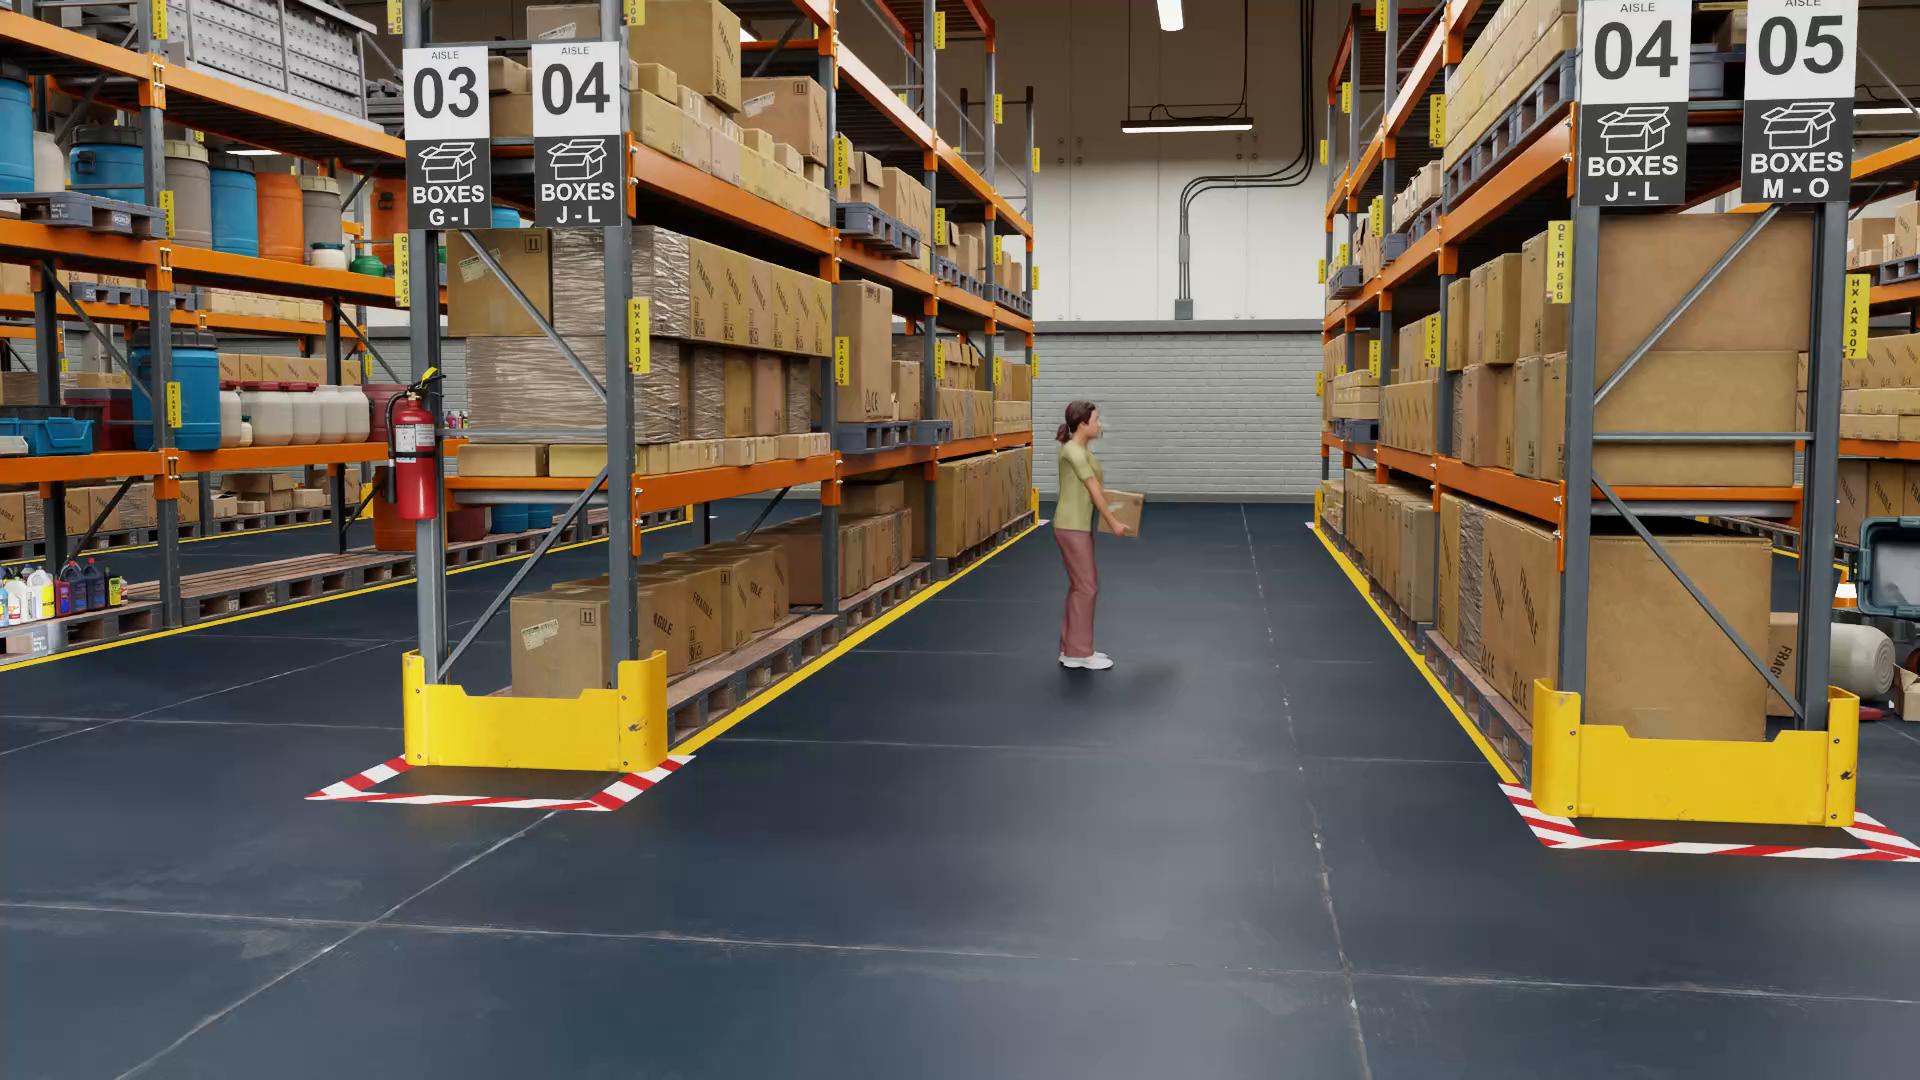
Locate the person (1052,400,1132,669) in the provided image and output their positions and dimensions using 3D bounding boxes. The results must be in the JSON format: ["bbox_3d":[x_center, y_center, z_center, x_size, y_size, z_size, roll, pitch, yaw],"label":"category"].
[{"bbox_3d":[0.832,-0.038,10.414,0.503,1.668,0.407,1,5,8],"label":"person"}]
